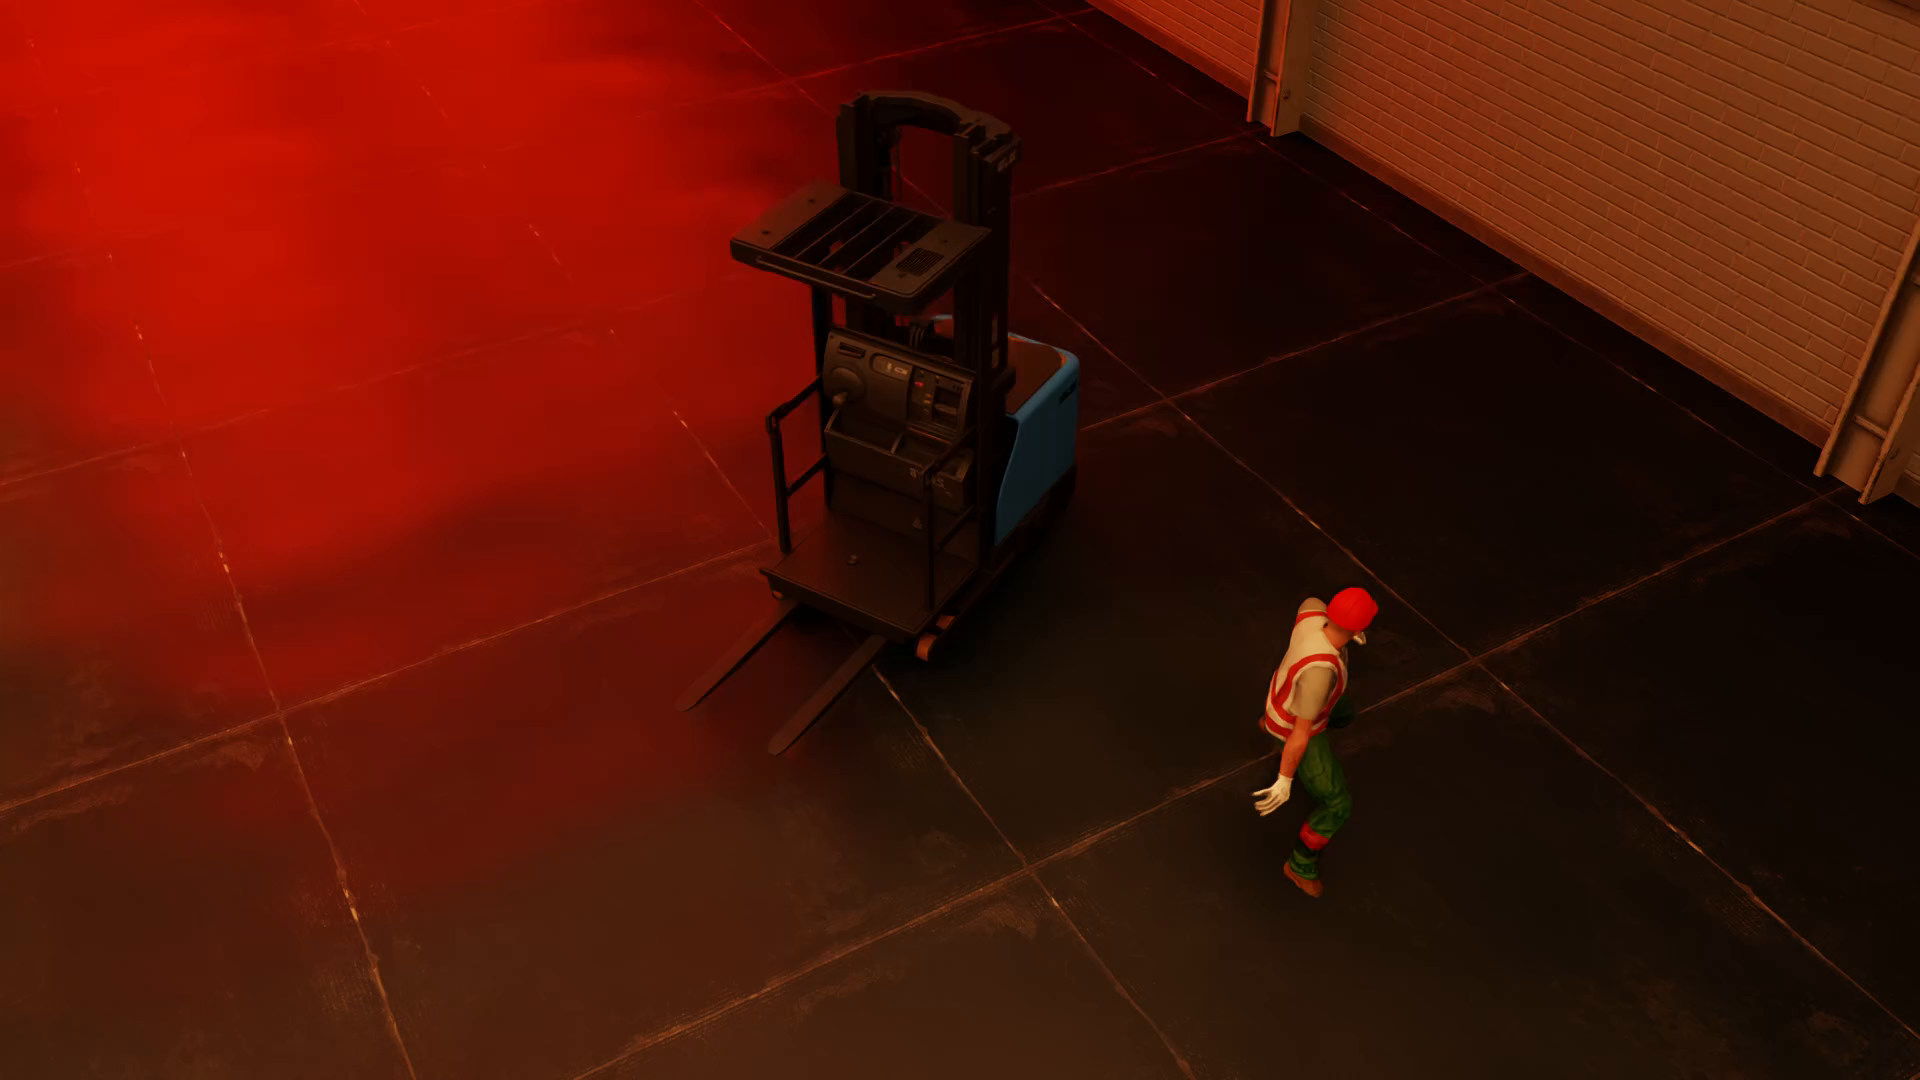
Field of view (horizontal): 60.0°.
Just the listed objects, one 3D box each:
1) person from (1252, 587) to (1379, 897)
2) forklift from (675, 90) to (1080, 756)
[{"bbox_3d":[1.694,0.900,8.036,0.526,1.676,1.204,10,41,12],"label":"person"},{"bbox_3d":[-0.456,-0.773,8.968,1.130,2.935,3.031,21,44,24],"label":"forklift"}]
